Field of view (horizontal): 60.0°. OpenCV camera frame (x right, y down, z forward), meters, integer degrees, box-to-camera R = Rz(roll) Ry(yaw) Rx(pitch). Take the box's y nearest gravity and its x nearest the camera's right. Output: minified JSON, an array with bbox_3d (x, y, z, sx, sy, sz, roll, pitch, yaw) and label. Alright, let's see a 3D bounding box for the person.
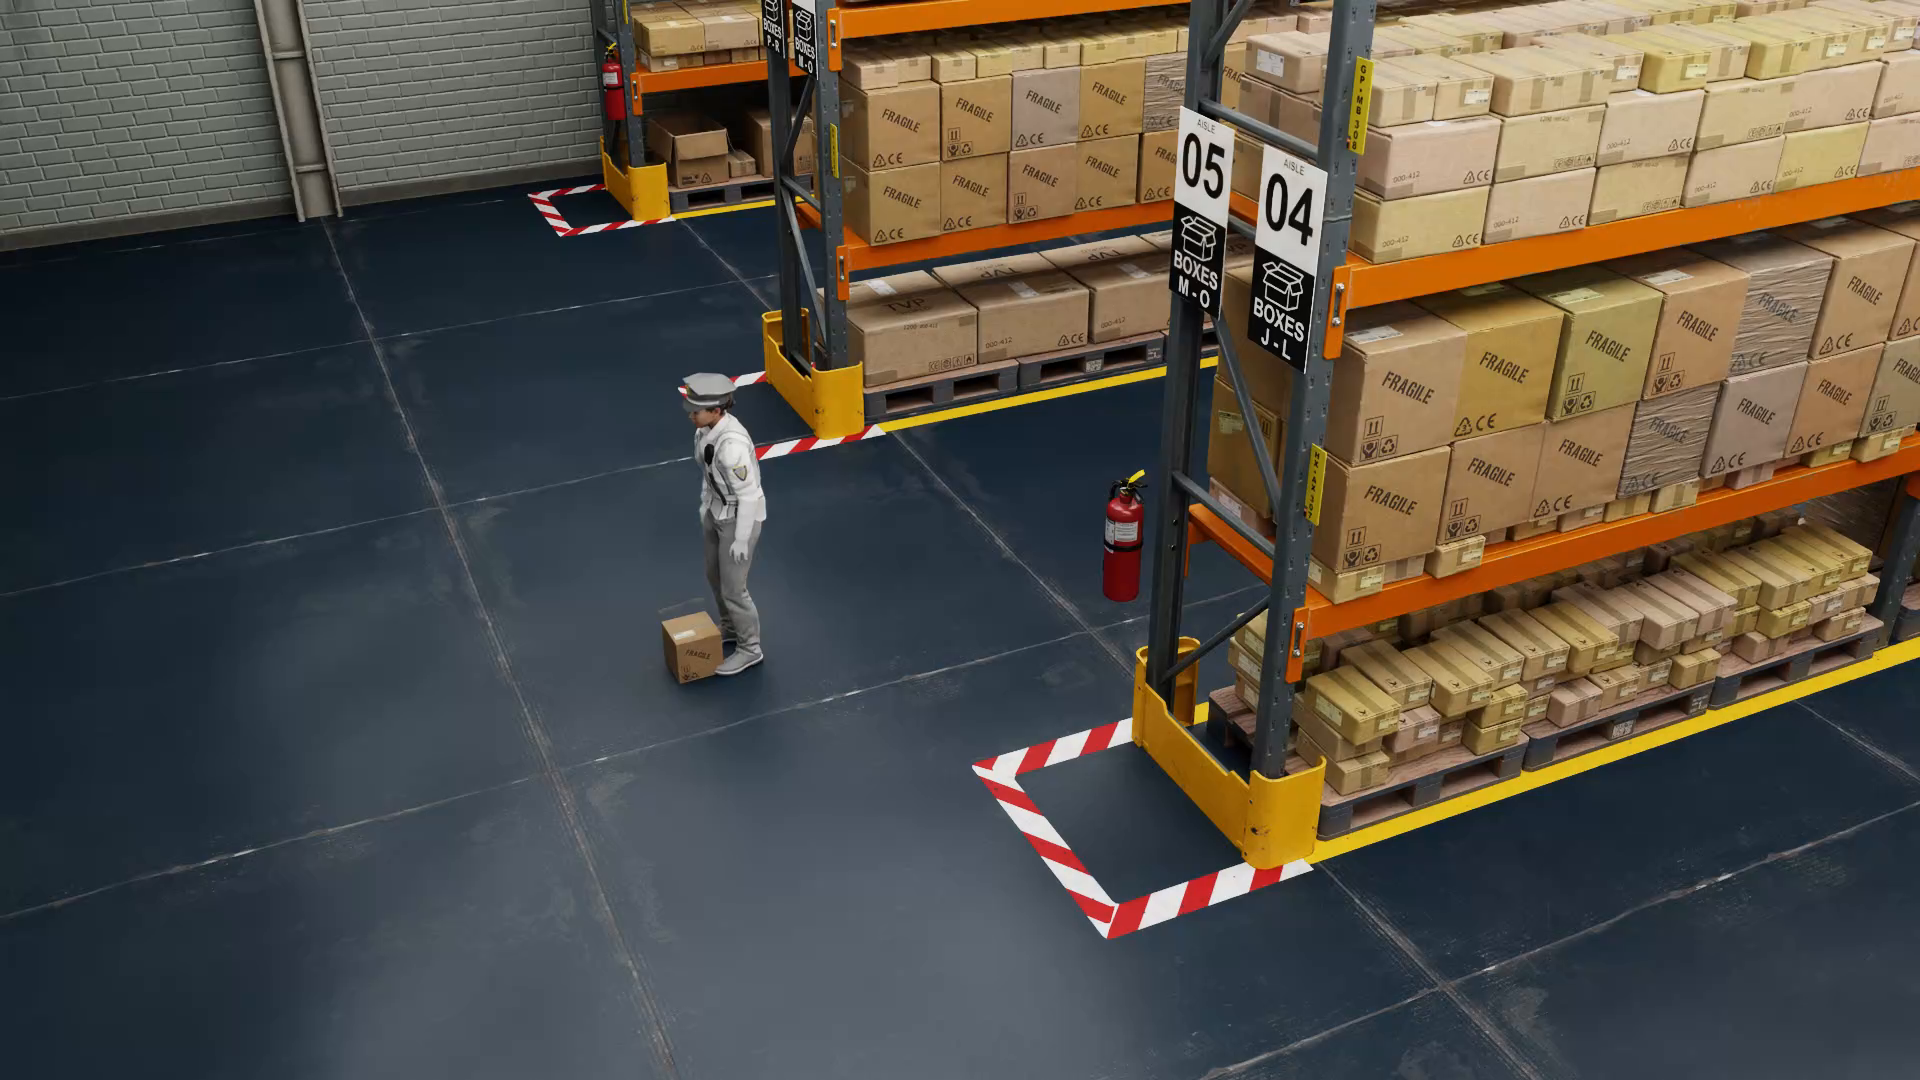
[{"bbox_3d":[-1.206,-0.095,8.610,0.374,1.662,0.538,-15,33,-25],"label":"person"}]
